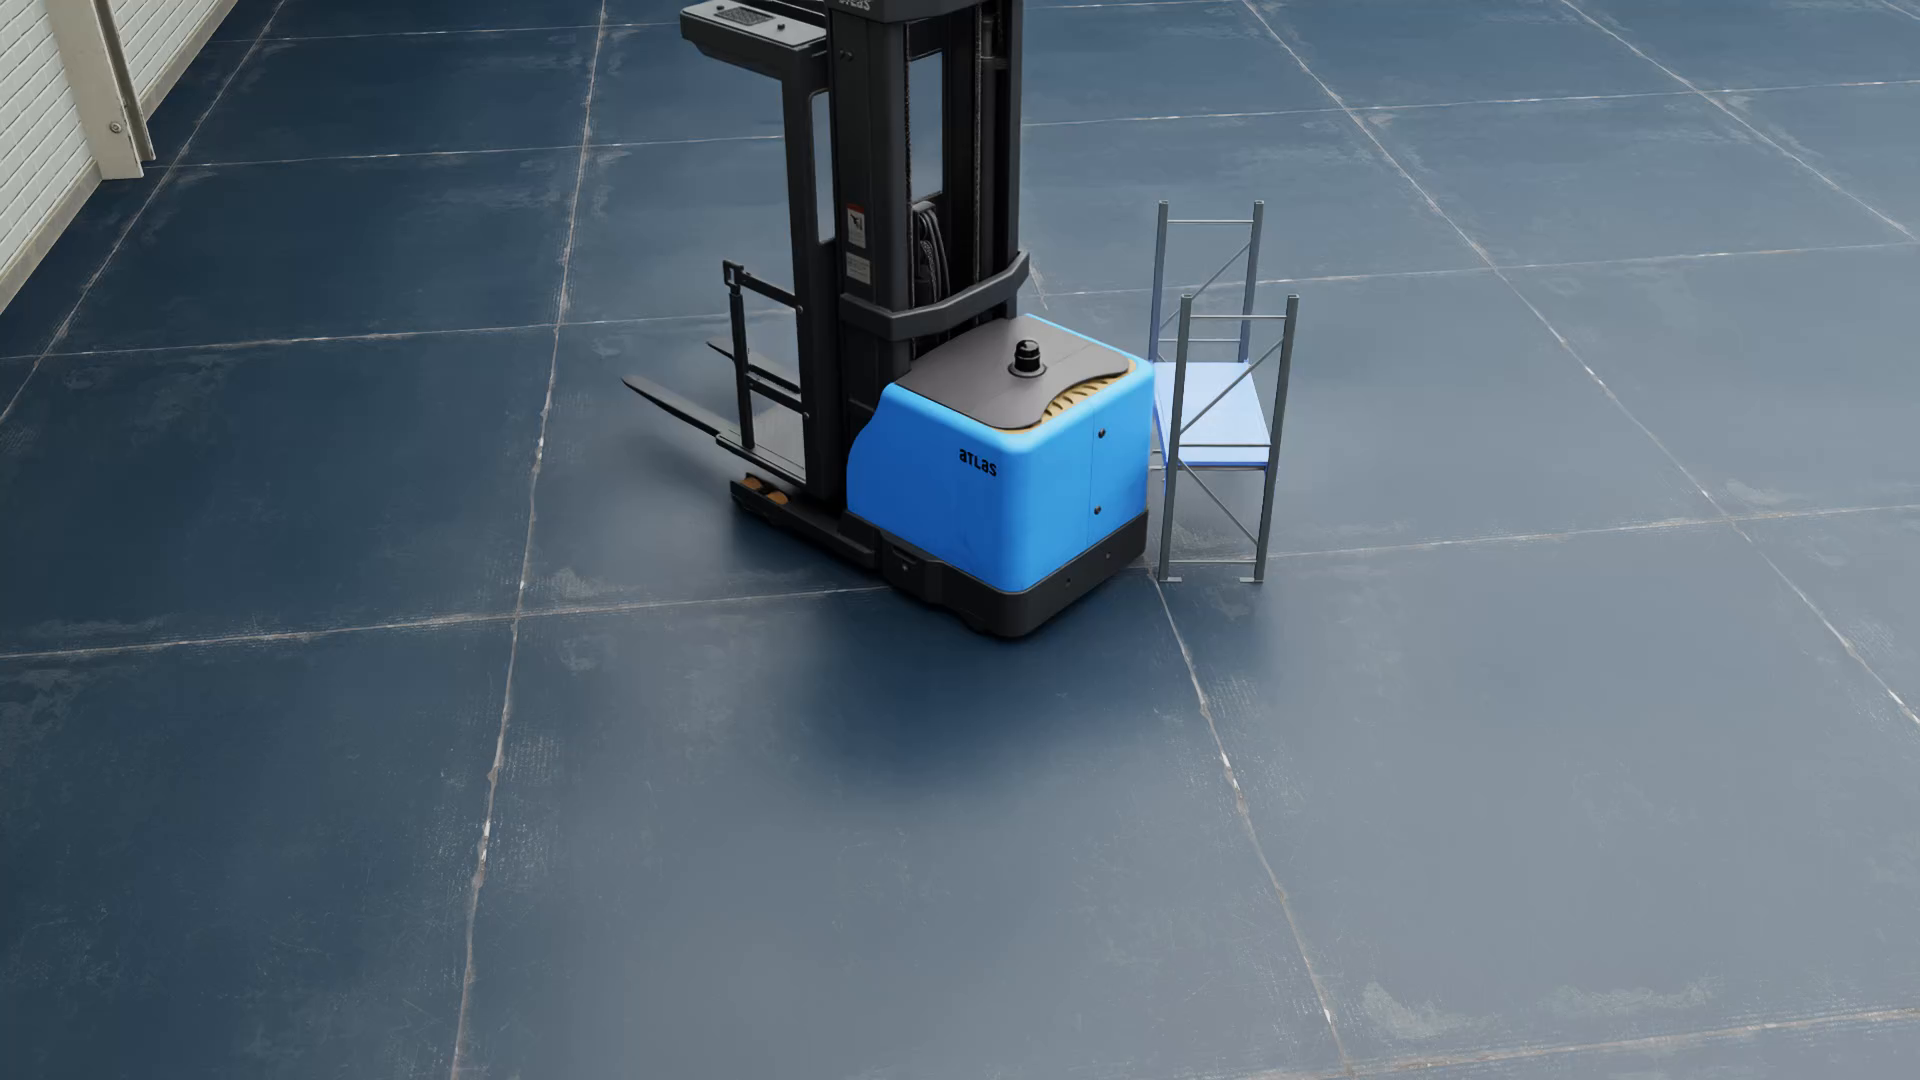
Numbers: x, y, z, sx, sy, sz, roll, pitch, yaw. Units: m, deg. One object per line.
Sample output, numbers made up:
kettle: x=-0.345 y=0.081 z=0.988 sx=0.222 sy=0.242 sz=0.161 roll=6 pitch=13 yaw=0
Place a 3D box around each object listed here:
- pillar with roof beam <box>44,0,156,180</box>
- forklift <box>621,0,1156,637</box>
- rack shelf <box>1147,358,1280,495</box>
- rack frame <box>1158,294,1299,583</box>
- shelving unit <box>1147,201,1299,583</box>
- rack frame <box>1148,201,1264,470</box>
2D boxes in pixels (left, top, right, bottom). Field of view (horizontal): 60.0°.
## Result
pillar with roof beam: x=-1.882 y=-6.788 z=10.219 sx=9.100 sy=9.000 sz=0.400 roll=-4 pitch=35 yaw=-6
forklift: x=-0.525 y=-1.482 z=7.822 sx=3.031 sy=2.935 sz=1.130 roll=27 pitch=43 yaw=34
rack shelf: x=1.202 y=-0.563 z=8.064 sx=0.538 sy=0.185 sz=1.000 roll=0 pitch=34 yaw=0
rack frame: x=1.200 y=-0.426 z=7.543 sx=0.500 sy=1.500 sz=0.032 roll=0 pitch=34 yaw=0
shelving unit: x=1.202 y=-0.712 z=7.963 sx=0.538 sy=1.500 sz=1.048 roll=0 pitch=34 yaw=0
rack frame: x=1.205 y=-0.998 z=8.383 sx=0.500 sy=1.500 sz=0.032 roll=0 pitch=34 yaw=0
